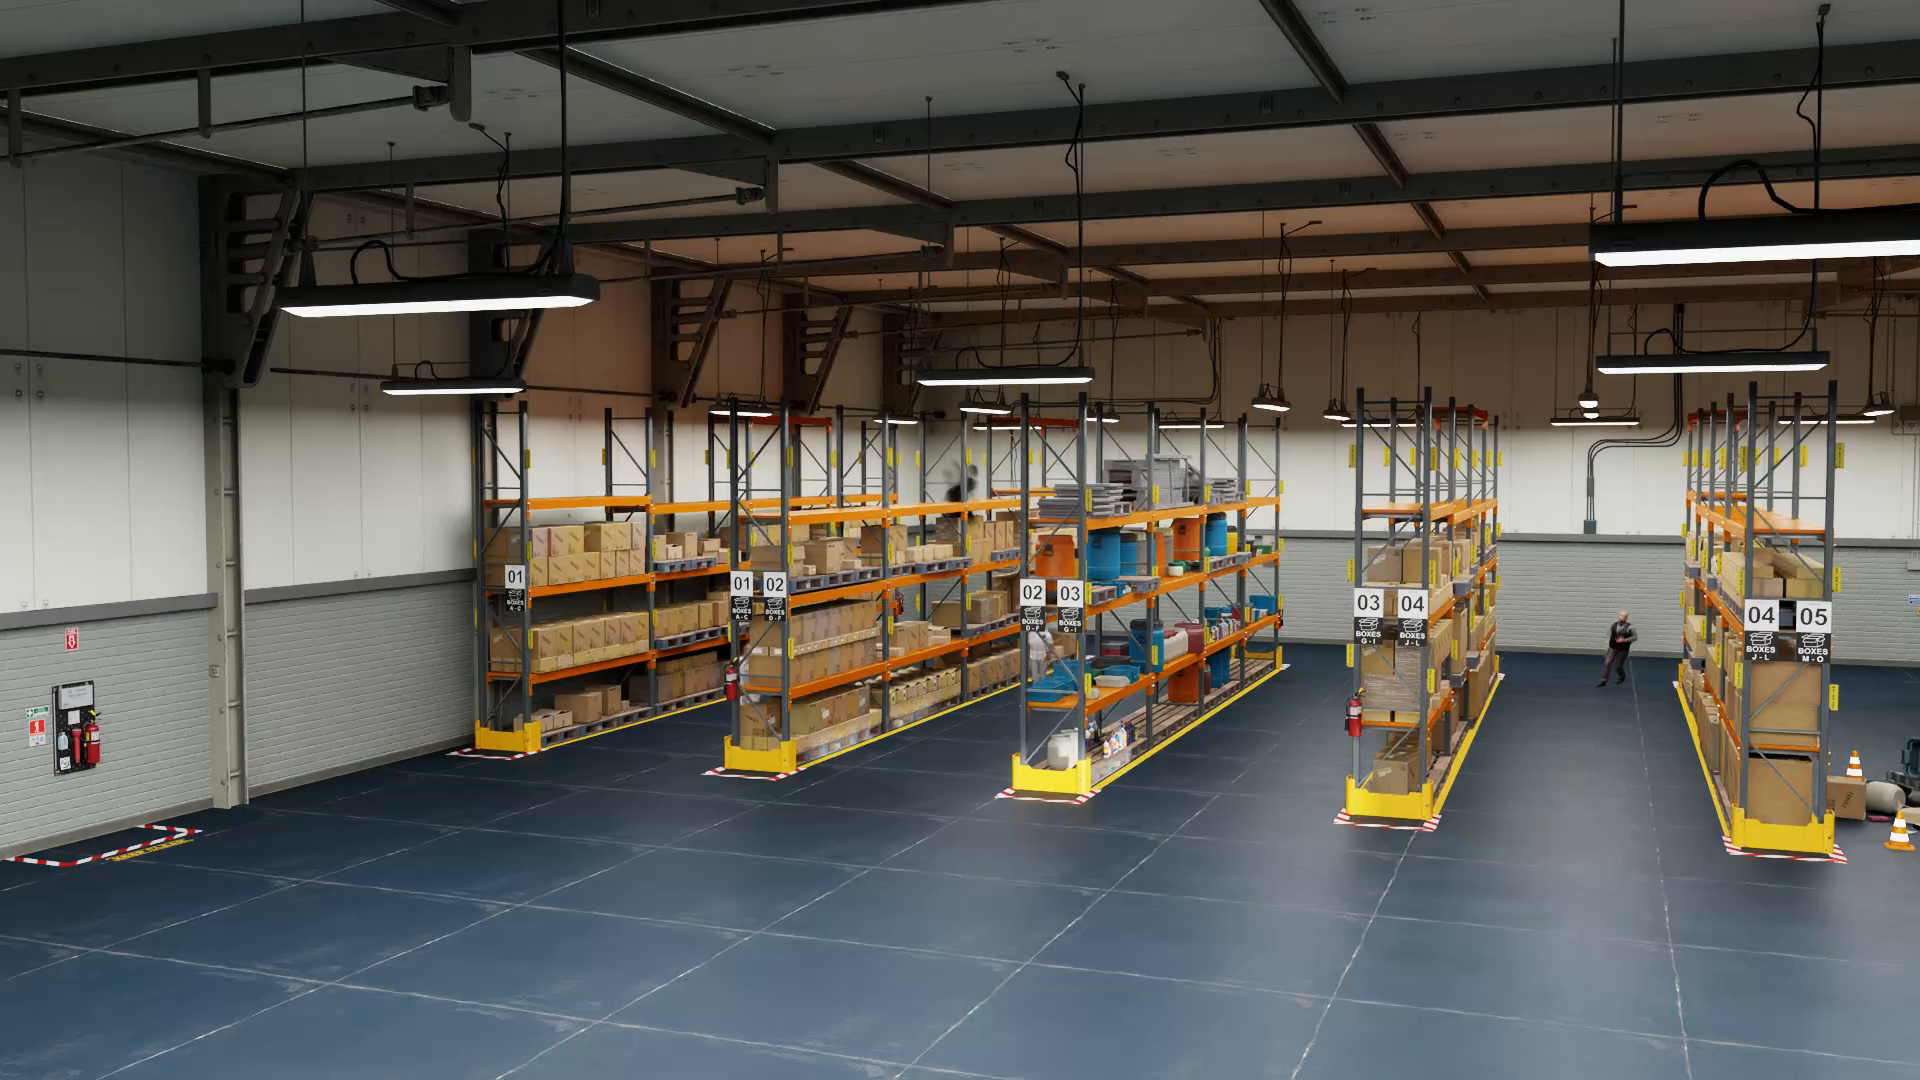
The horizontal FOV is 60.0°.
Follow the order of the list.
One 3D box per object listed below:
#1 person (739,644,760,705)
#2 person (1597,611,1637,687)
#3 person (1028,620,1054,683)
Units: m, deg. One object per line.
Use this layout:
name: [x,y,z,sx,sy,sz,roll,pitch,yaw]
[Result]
person: [-3.718,2.710,29.332,0.707,1.740,0.869,1,3,11]
person: [14.381,2.376,36.184,0.700,1.659,0.987,3,4,45]
person: [1.521,2.318,32.187,0.584,1.684,0.513,1,3,16]
